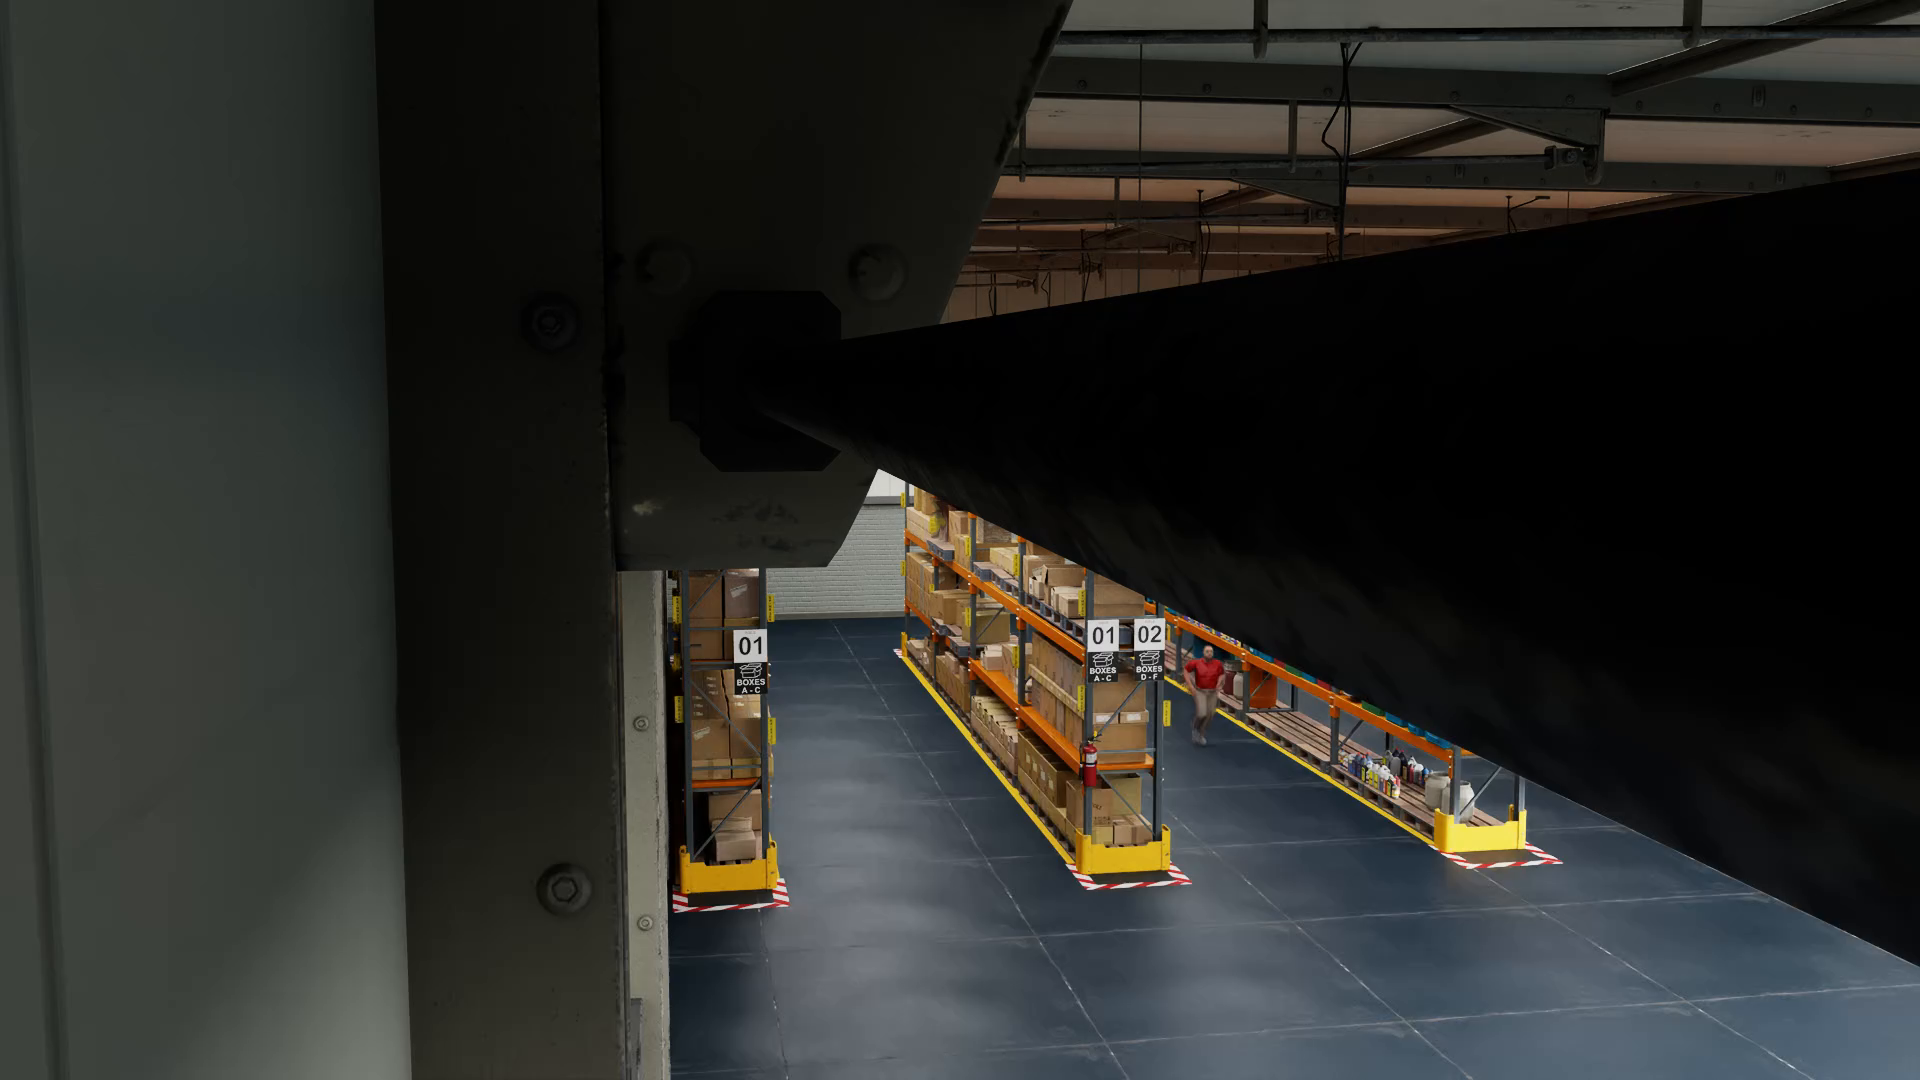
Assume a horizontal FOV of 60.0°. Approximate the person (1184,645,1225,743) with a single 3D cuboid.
[{"bbox_3d":[4.128,2.596,27.865,0.659,1.682,0.662,-1,6,-11],"label":"person"}]
